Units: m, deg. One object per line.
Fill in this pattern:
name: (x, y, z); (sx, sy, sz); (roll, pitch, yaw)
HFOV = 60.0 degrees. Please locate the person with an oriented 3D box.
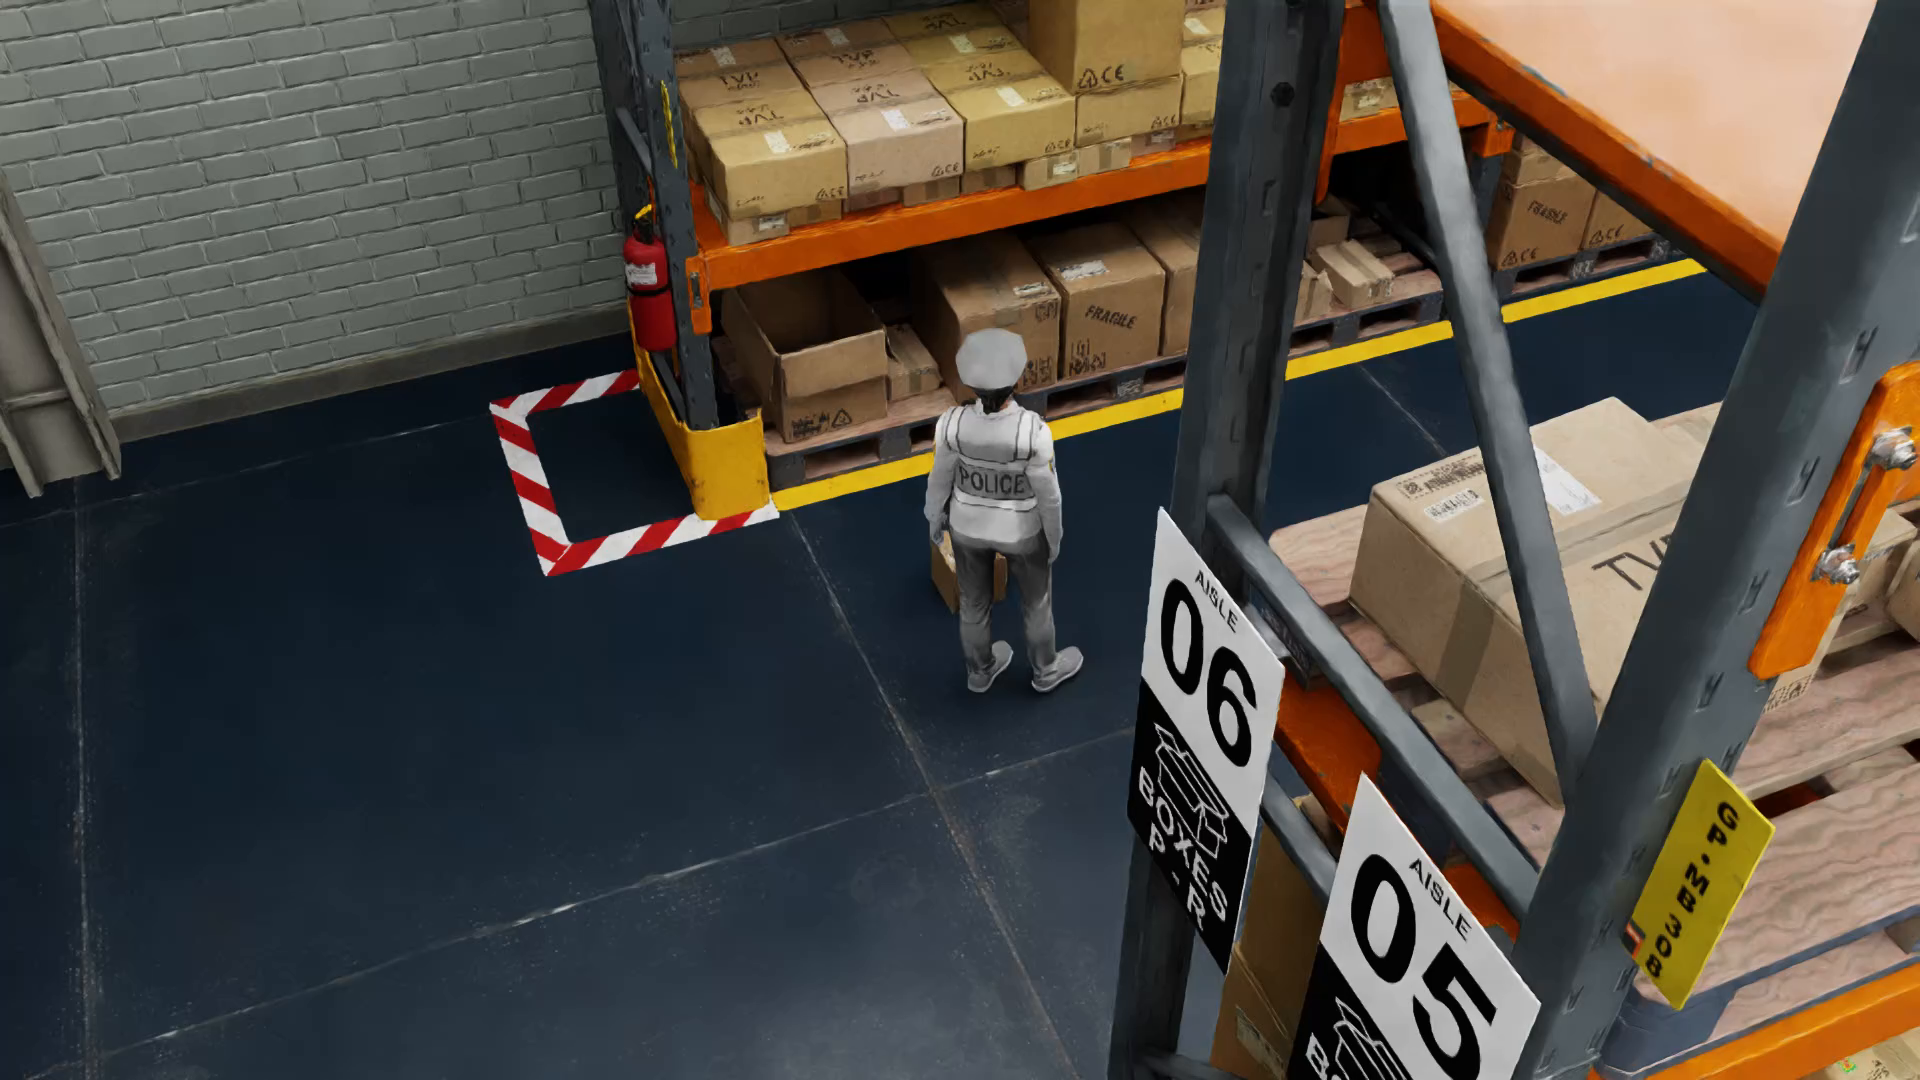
person: (0.173, -0.068, 6.202); (0.618, 1.689, 0.387); (8, 43, 8)
